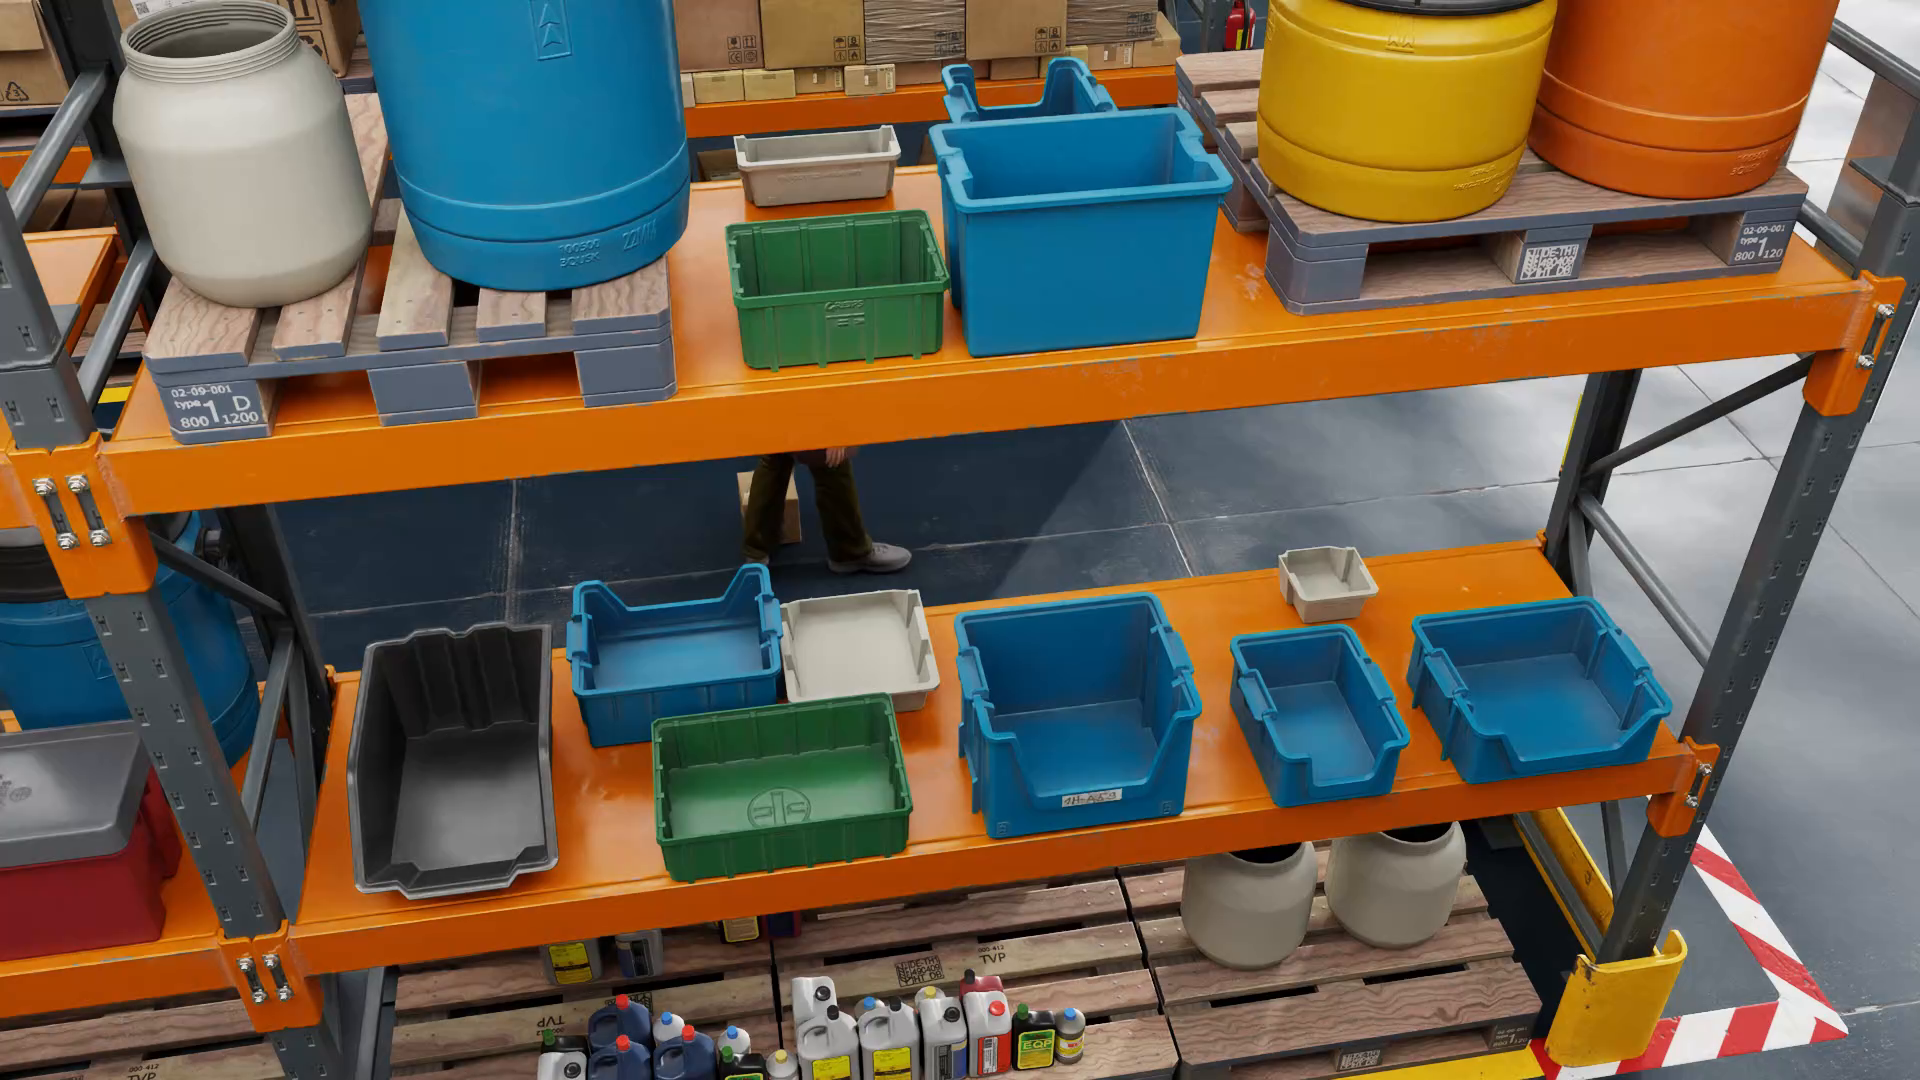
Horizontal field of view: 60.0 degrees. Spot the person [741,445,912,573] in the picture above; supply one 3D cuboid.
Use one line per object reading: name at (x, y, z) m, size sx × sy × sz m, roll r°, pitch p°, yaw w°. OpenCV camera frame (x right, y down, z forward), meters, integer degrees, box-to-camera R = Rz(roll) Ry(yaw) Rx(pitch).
person at (-0.617, -0.597, 6.920) m, size 0.690 × 1.777 × 0.652 m, roll -18°, pitch 42°, yaw -22°
